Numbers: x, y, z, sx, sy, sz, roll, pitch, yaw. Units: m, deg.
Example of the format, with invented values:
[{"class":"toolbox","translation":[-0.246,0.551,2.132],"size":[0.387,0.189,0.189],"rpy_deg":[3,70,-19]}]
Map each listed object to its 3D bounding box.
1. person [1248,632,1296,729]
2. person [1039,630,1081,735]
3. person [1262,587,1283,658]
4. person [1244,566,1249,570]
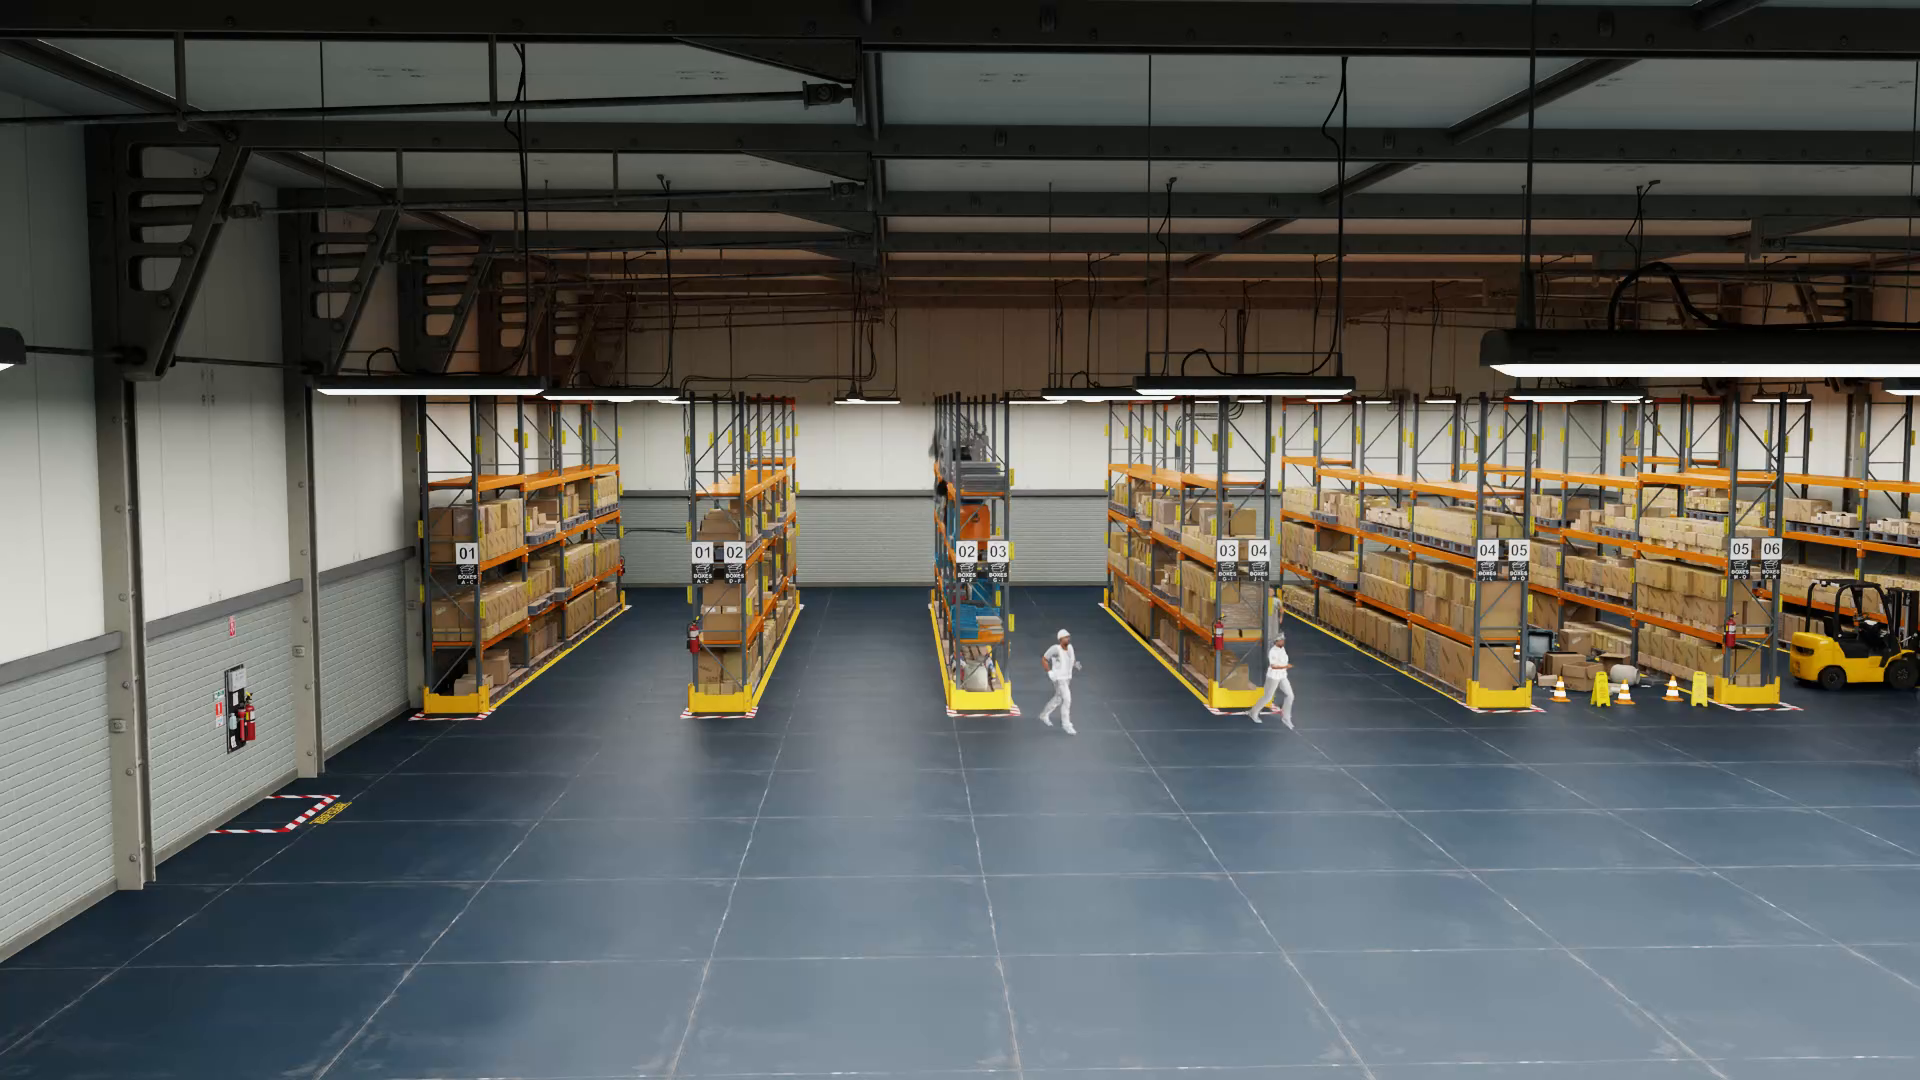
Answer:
[{"class":"person","translation":[5.641,2.498,29.797],"size":[0.893,1.747,0.586],"rpy_deg":[4,6,43]},{"class":"person","translation":[1.756,2.474,29.371],"size":[0.855,1.819,0.673],"rpy_deg":[3,6,34]},{"class":"person","translation":[7.094,1.872,38.013],"size":[0.595,1.629,0.592],"rpy_deg":[0,5,-4]},{"class":"person","translation":[8.443,1.053,48.775],"size":[0.726,1.547,0.657],"rpy_deg":[-1,5,-17]}]
